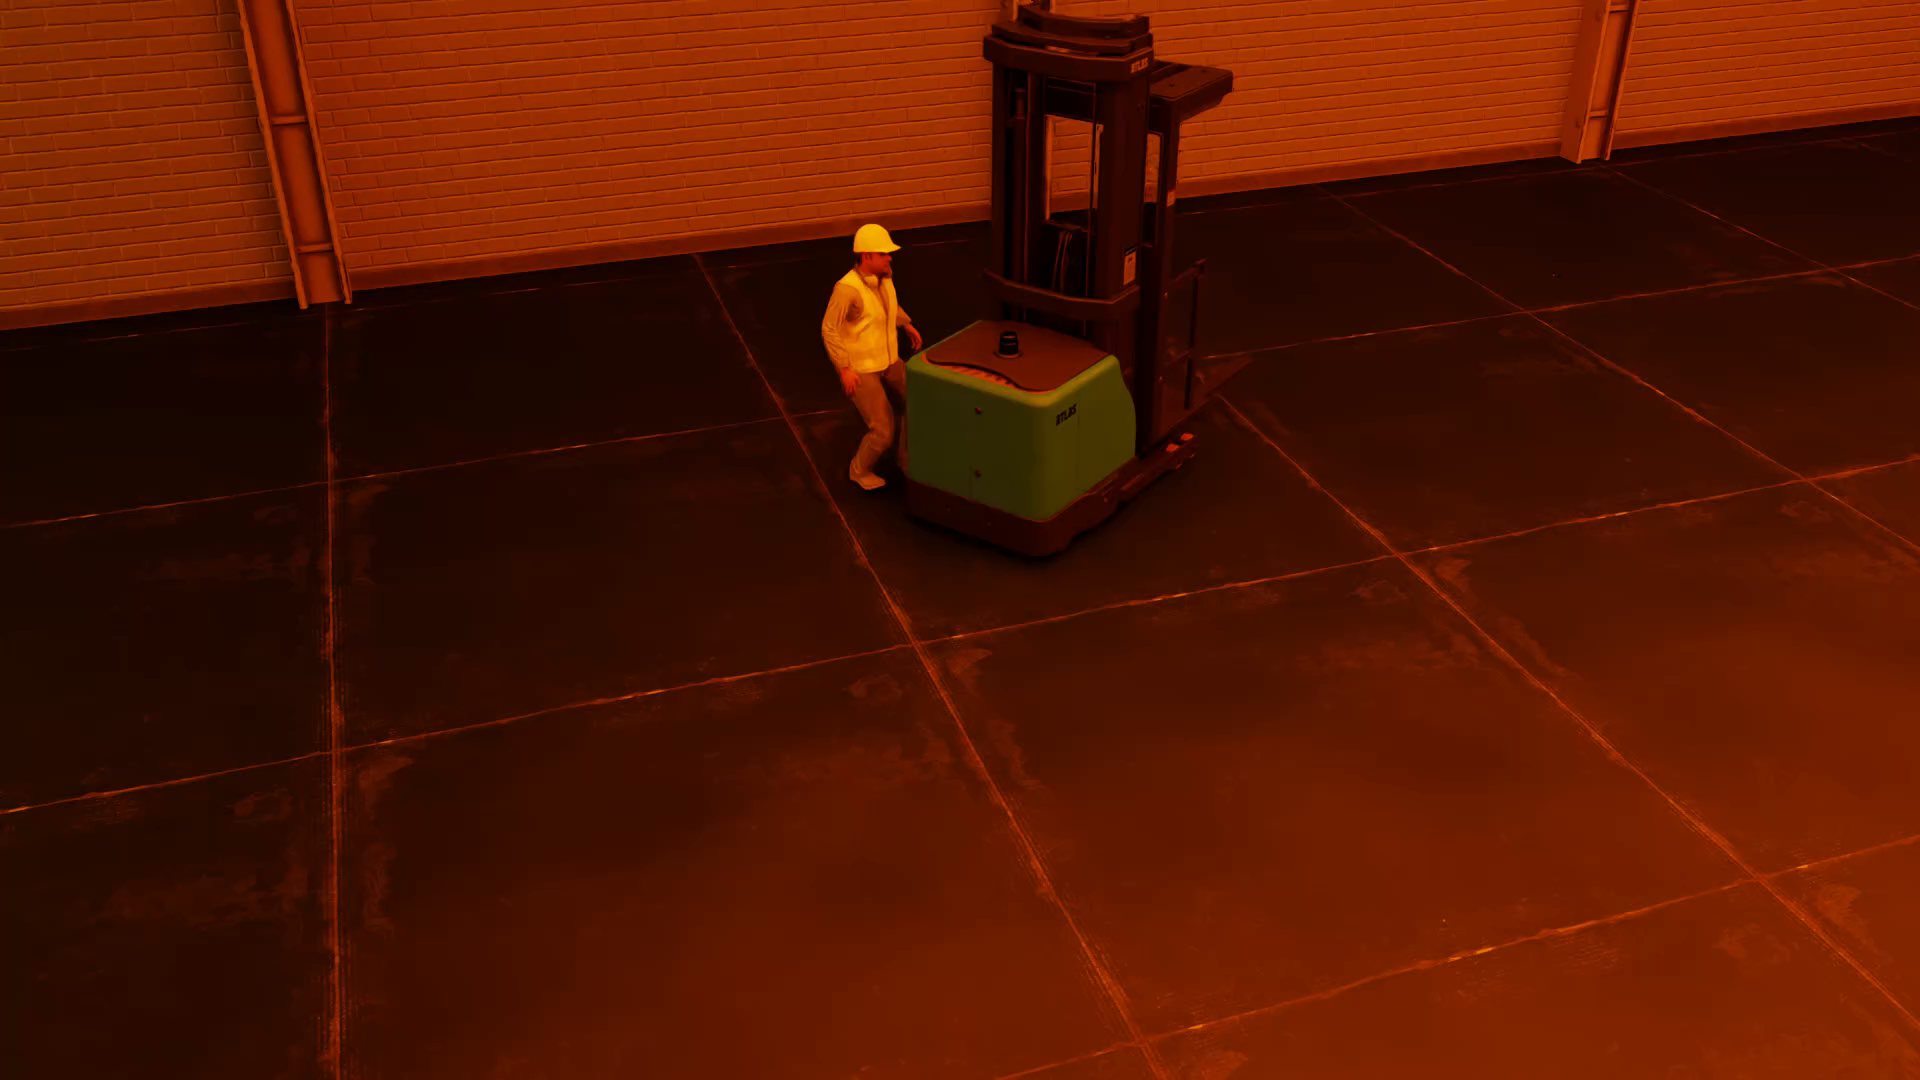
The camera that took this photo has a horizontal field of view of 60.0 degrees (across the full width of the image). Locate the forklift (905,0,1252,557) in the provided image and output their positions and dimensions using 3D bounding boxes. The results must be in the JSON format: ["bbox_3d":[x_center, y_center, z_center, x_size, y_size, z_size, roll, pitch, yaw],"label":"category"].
[{"bbox_3d":[0.929,-1.854,10.309,1.130,2.935,3.031,20,35,30],"label":"forklift"}]

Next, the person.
[{"bbox_3d":[-0.468,-1.090,10.179,0.578,1.708,0.873,16,34,26],"label":"person"}]
